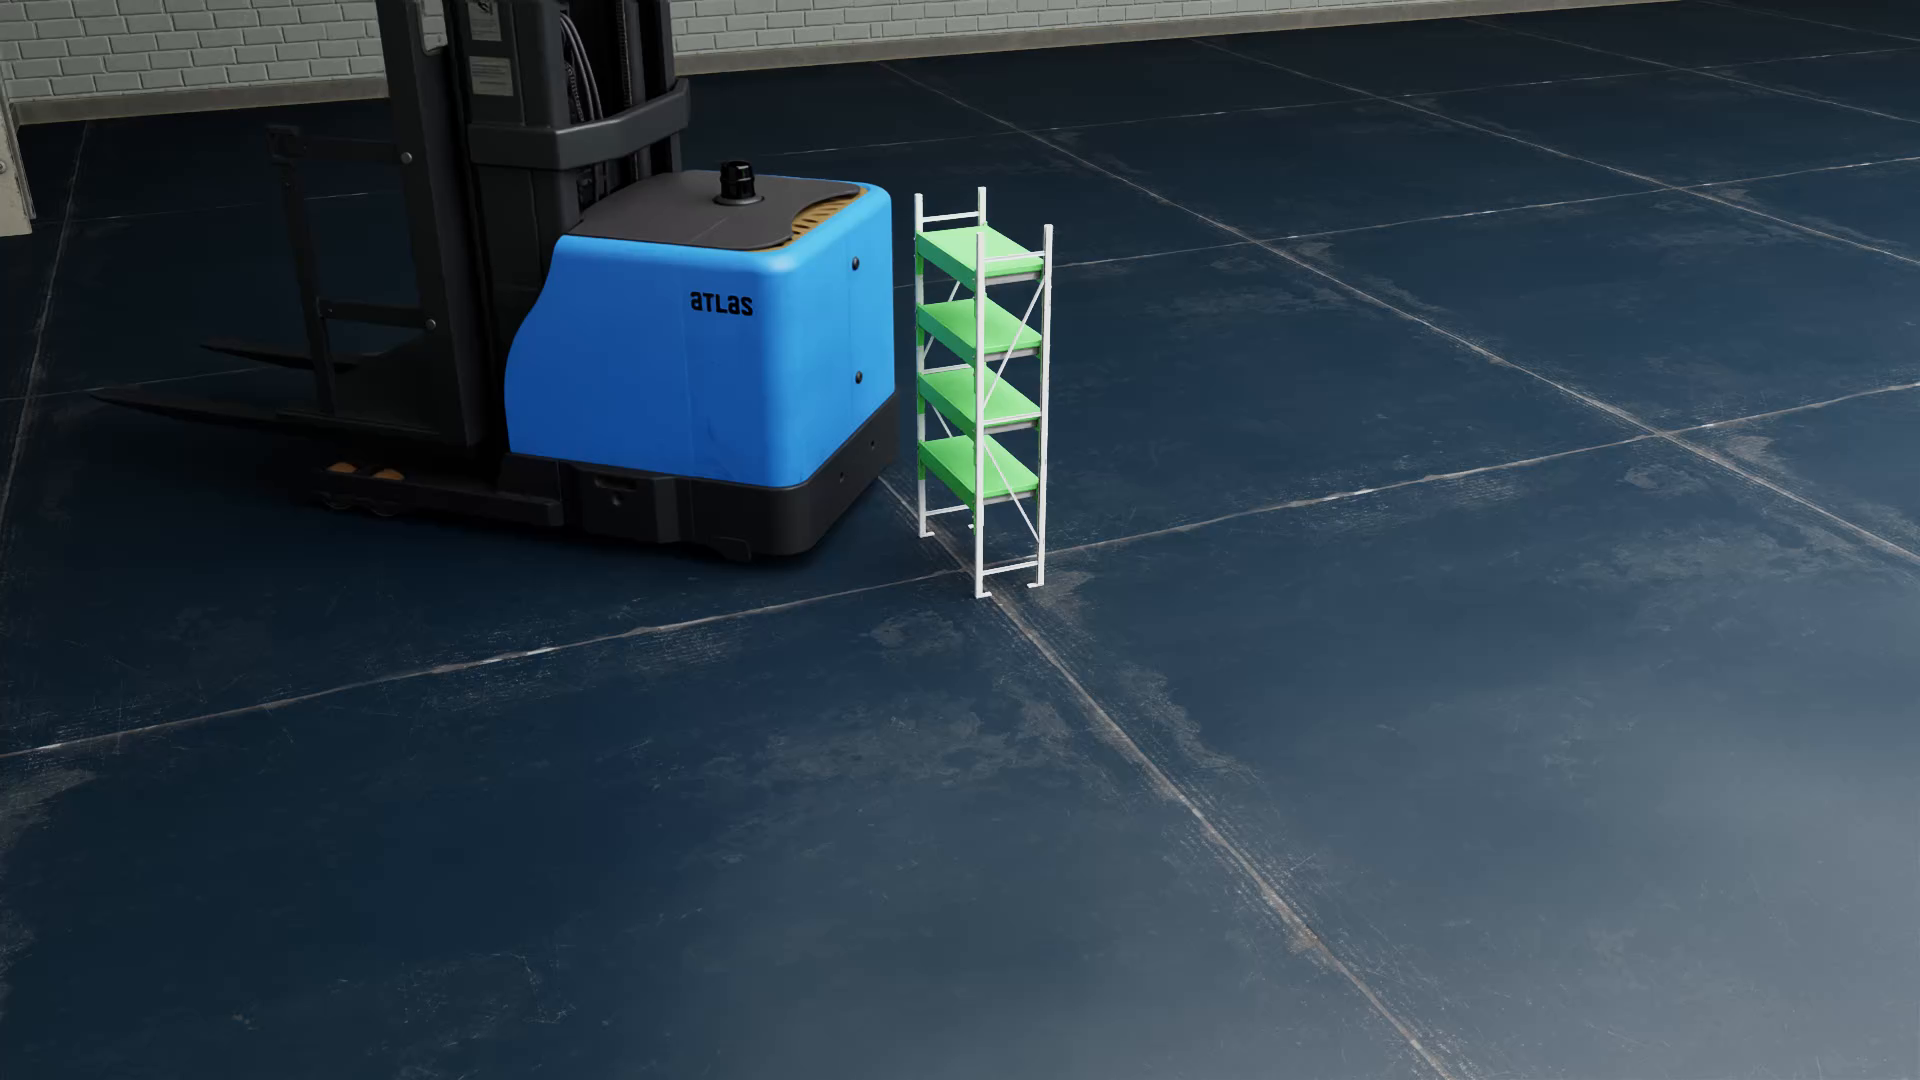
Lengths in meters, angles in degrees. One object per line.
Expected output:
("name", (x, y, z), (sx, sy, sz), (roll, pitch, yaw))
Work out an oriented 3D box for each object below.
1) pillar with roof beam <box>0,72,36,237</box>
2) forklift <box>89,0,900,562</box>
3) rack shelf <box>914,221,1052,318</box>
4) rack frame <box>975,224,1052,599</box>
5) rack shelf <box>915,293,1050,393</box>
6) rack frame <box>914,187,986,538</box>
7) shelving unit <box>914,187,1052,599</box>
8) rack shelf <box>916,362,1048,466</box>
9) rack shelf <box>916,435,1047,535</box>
("pillar with roof beam", (-1.416, -6.539, 8.886), (9.100, 9.000, 0.400), (-11, 28, -21))
("forklift", (-1.803, -1.610, 5.707), (3.031, 2.935, 1.130), (8, 27, 16))
("rack shelf", (0.065, -0.846, 5.167), (0.258, 0.148, 0.480), (-11, 28, -21))
("rack frame", (0.160, -0.374, 5.148), (0.240, 1.200, 0.015), (-11, 28, -21))
("rack shelf", (0.065, -0.631, 5.273), (0.258, 0.148, 0.480), (-11, 28, -21))
("rack frame", (-0.031, -0.571, 5.552), (0.240, 1.200, 0.015), (-11, 28, -21))
("shelving unit", (0.065, -0.472, 5.350), (0.258, 1.200, 0.503), (-11, 28, -21))
("rack shelf", (0.065, -0.415, 5.378), (0.258, 0.148, 0.480), (-11, 28, -21))
("rack shelf", (0.065, -0.199, 5.483), (0.258, 0.148, 0.480), (-11, 28, -21))
